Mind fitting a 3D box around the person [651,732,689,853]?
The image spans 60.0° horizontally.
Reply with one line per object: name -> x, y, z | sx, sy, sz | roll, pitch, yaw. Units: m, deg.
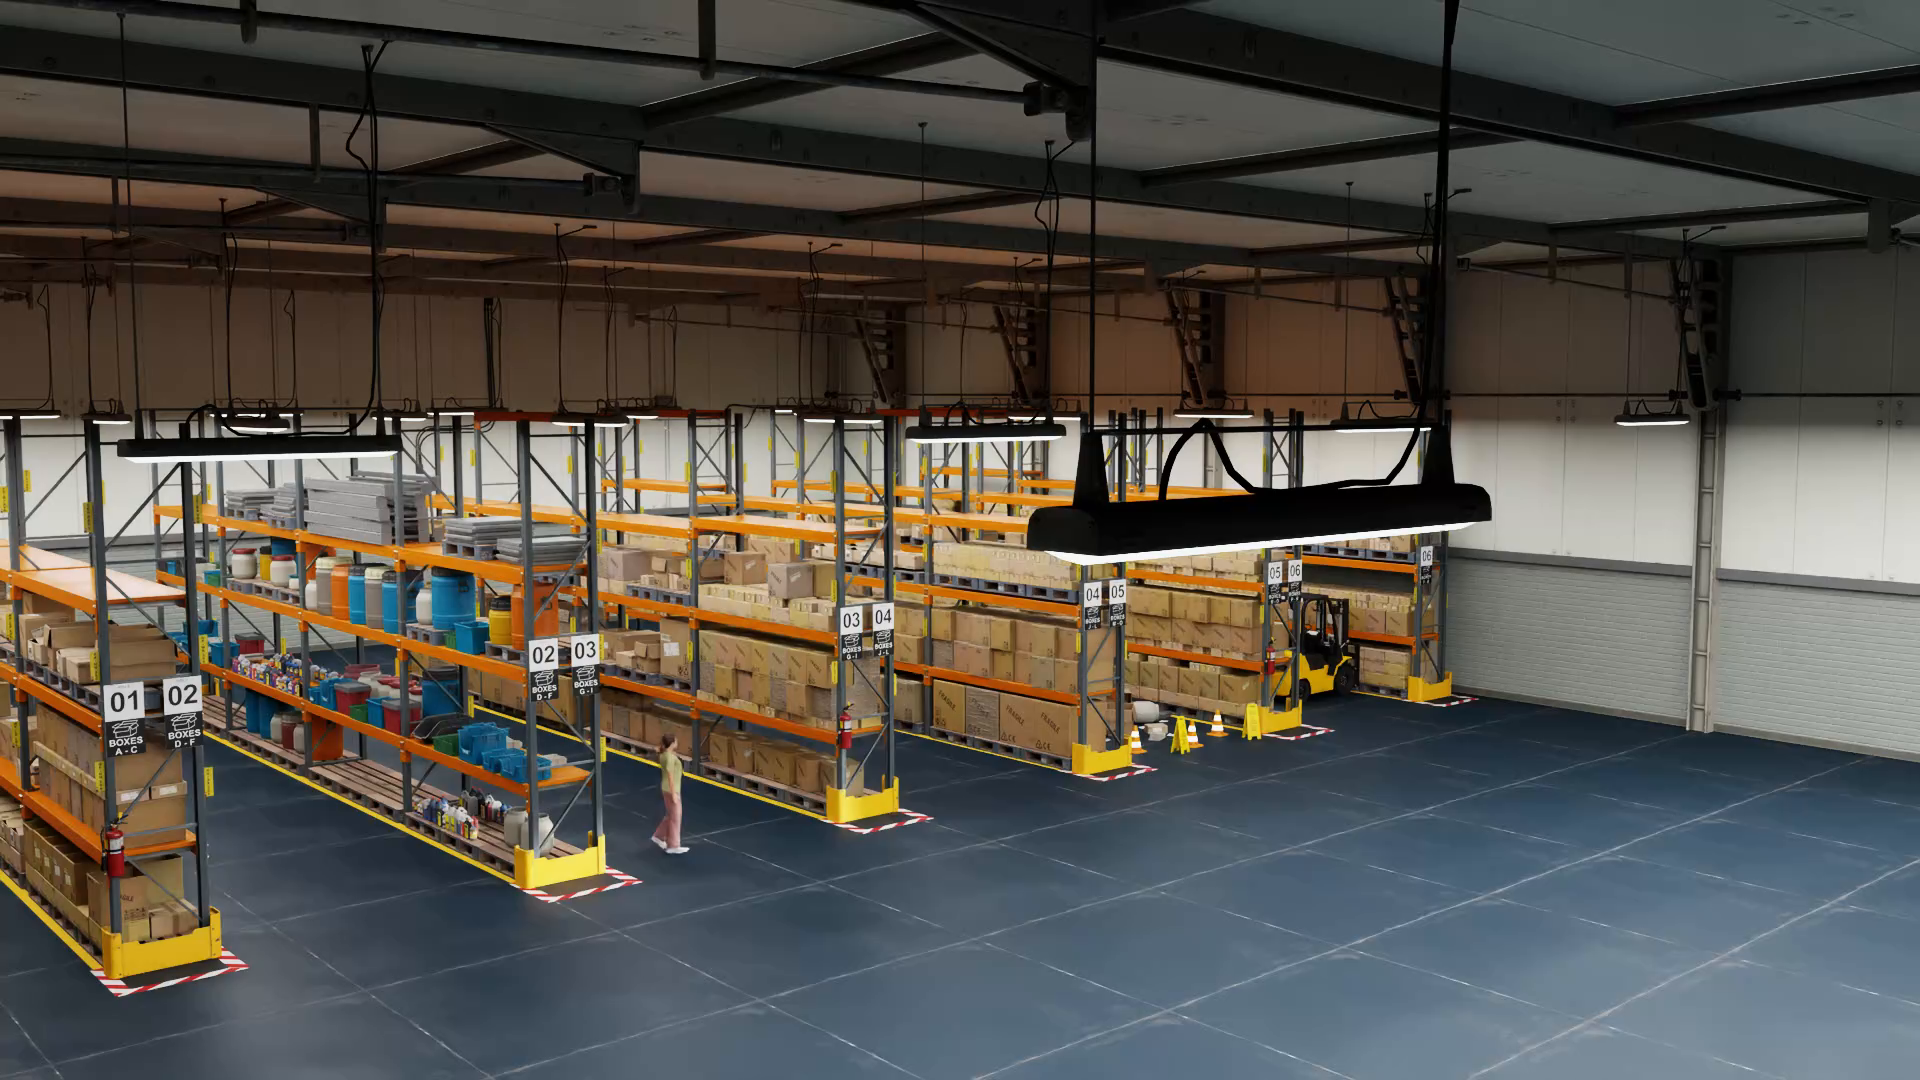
person -> -4.017, 3.489, 22.979 | 0.500, 1.674, 0.524 | -1, 5, -15
